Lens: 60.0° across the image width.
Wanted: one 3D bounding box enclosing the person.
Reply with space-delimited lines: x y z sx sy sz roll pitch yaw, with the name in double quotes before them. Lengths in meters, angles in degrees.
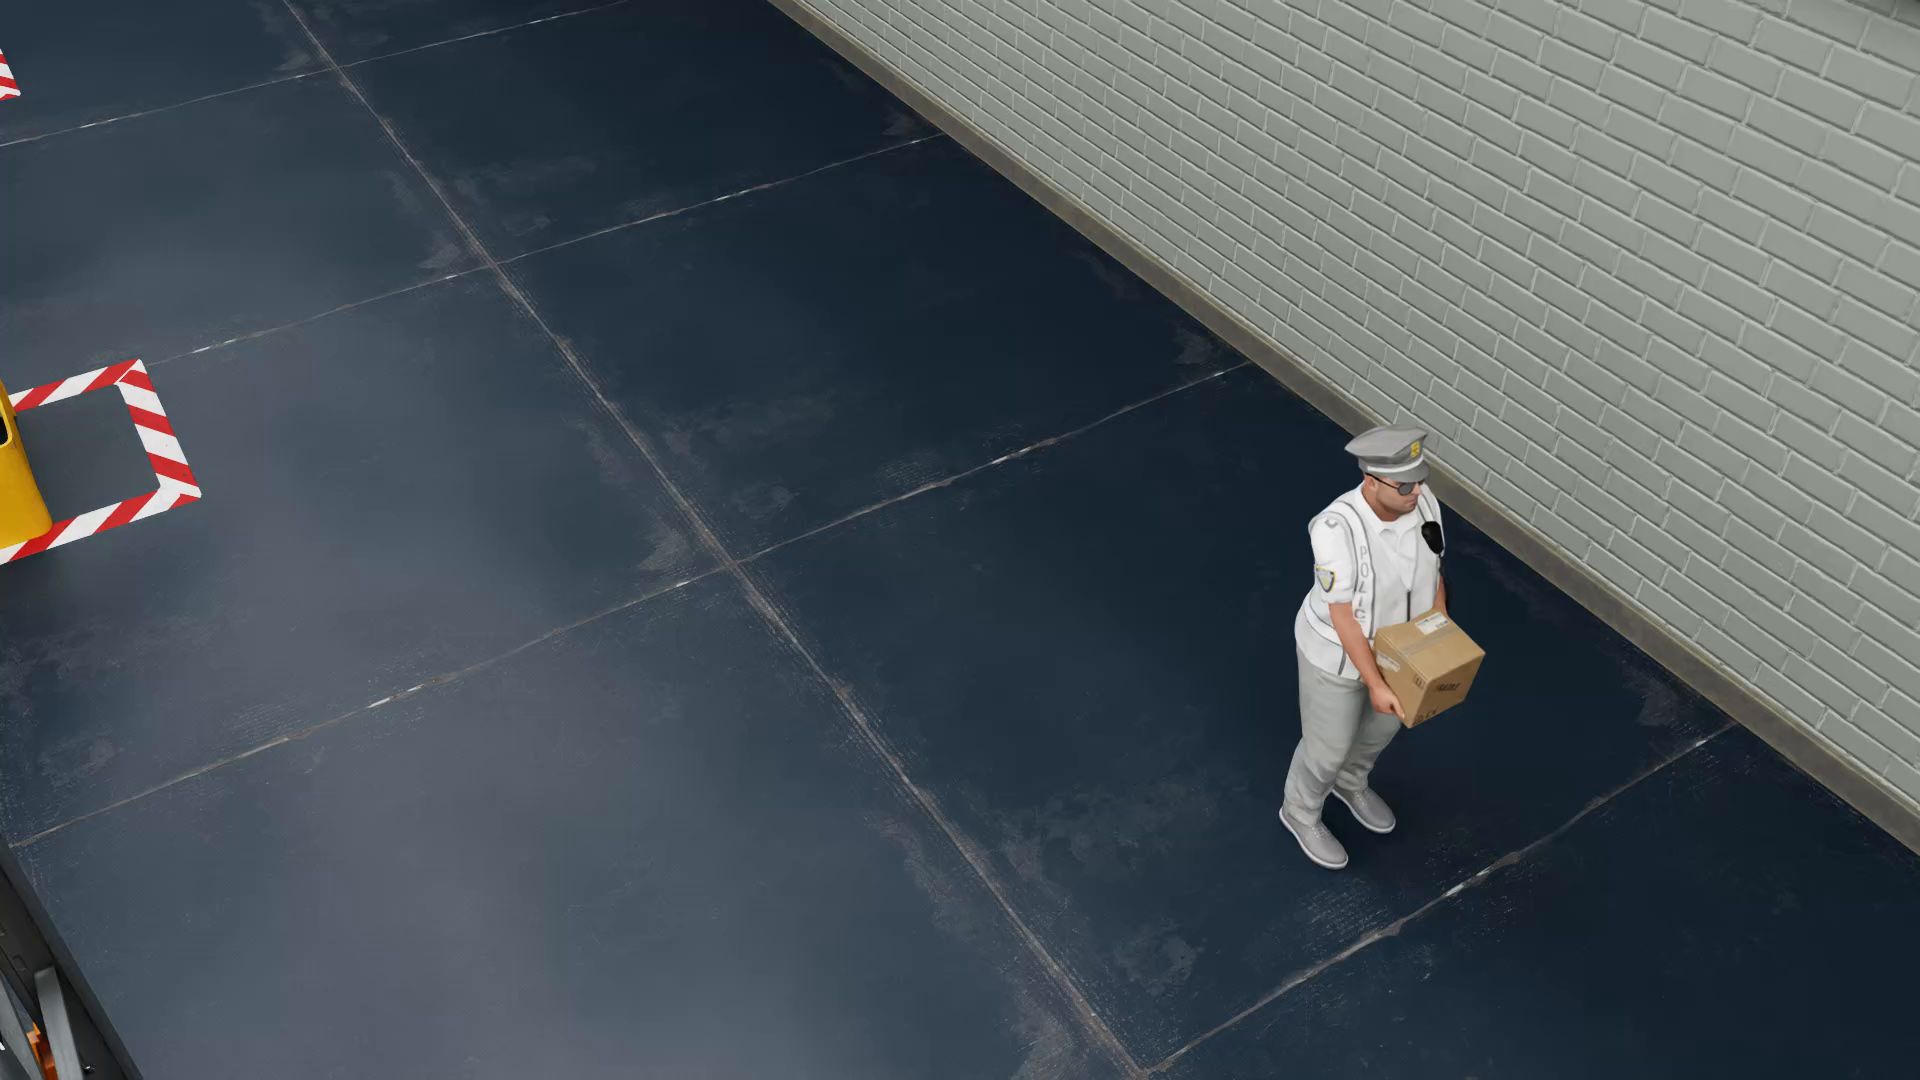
"person" 1.427 0.399 5.674 0.494 1.769 0.557 -22 45 -23
